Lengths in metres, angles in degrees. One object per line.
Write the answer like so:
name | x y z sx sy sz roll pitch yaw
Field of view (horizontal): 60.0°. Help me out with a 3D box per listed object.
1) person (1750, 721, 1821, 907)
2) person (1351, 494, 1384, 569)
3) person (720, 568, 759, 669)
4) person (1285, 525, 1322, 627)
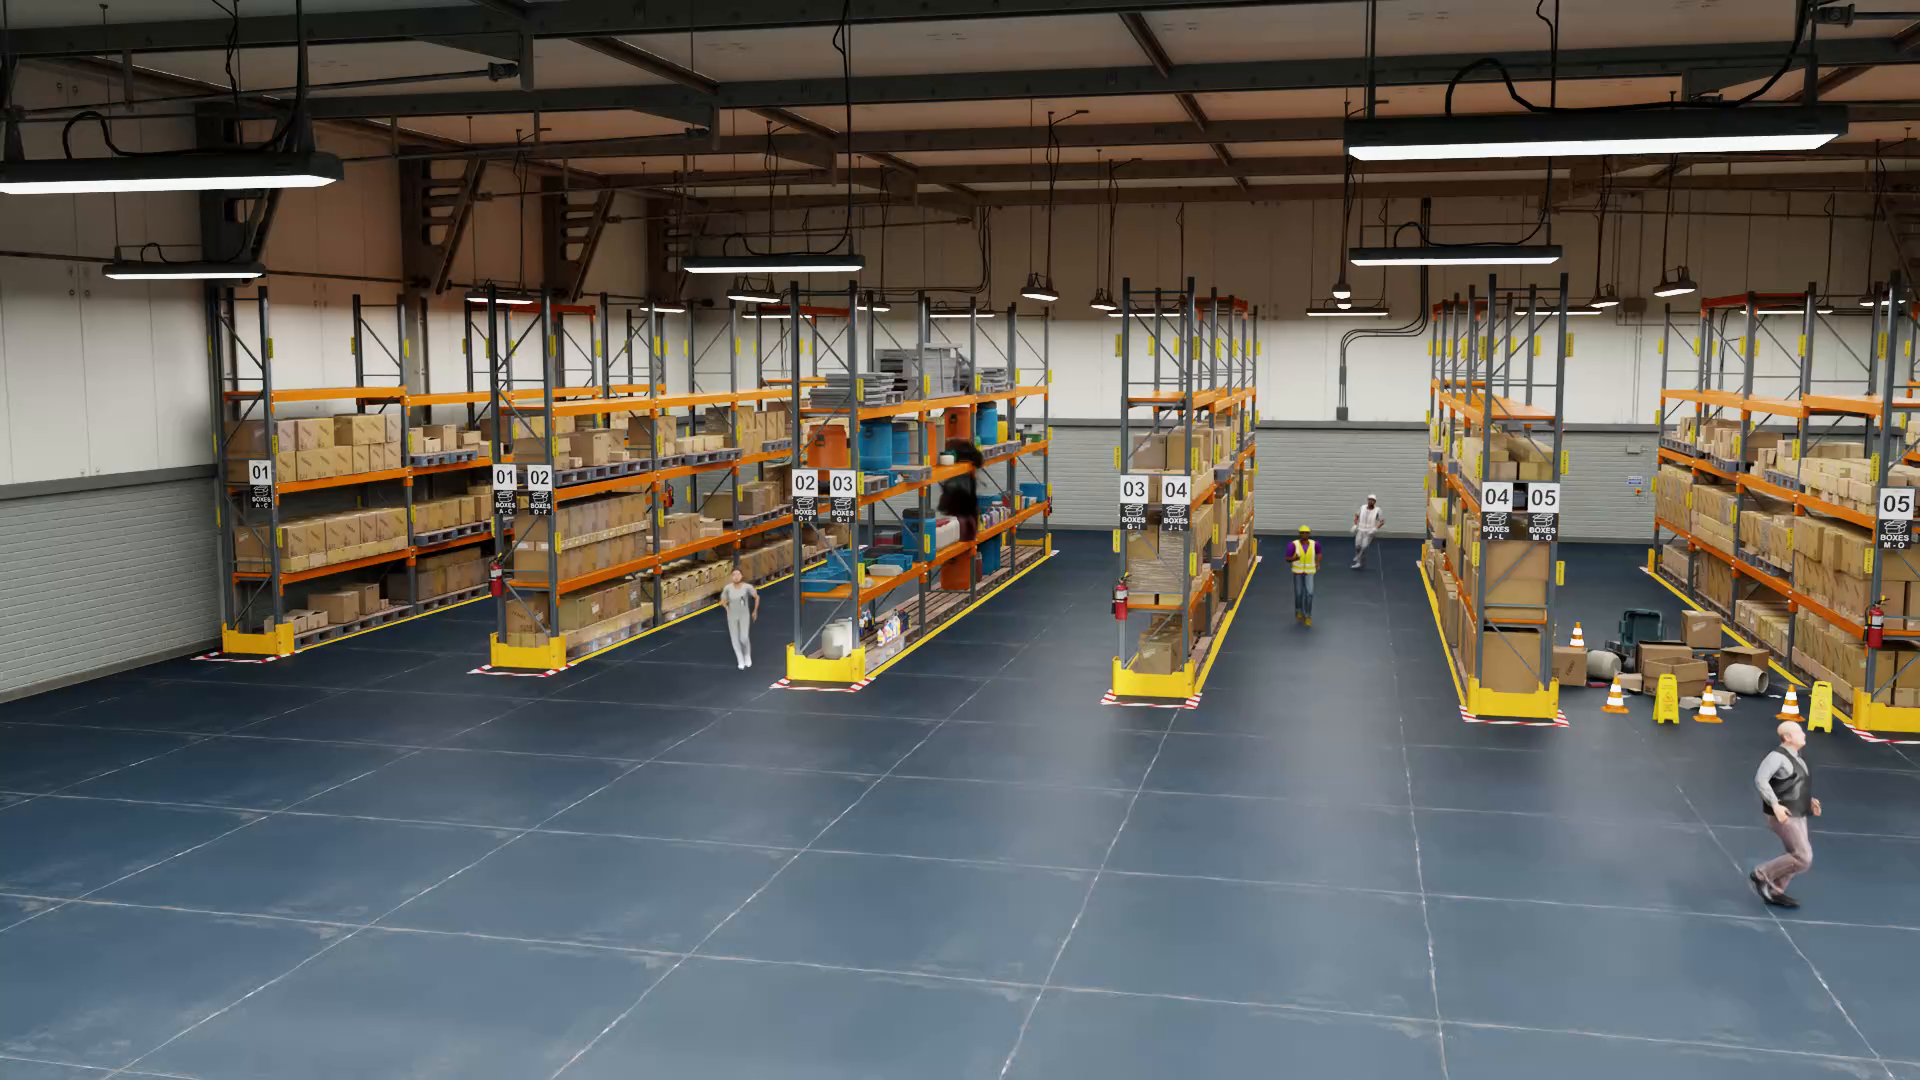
person | 7.420 2.463 14.916 0.666 1.682 0.515 -6 9 -44
person | 9.252 -0.187 37.816 0.734 1.707 0.537 3 7 28
person | -3.436 1.227 25.865 0.582 1.615 0.657 0 7 3
person | 6.255 0.633 30.294 0.682 1.810 0.815 1 7 8
